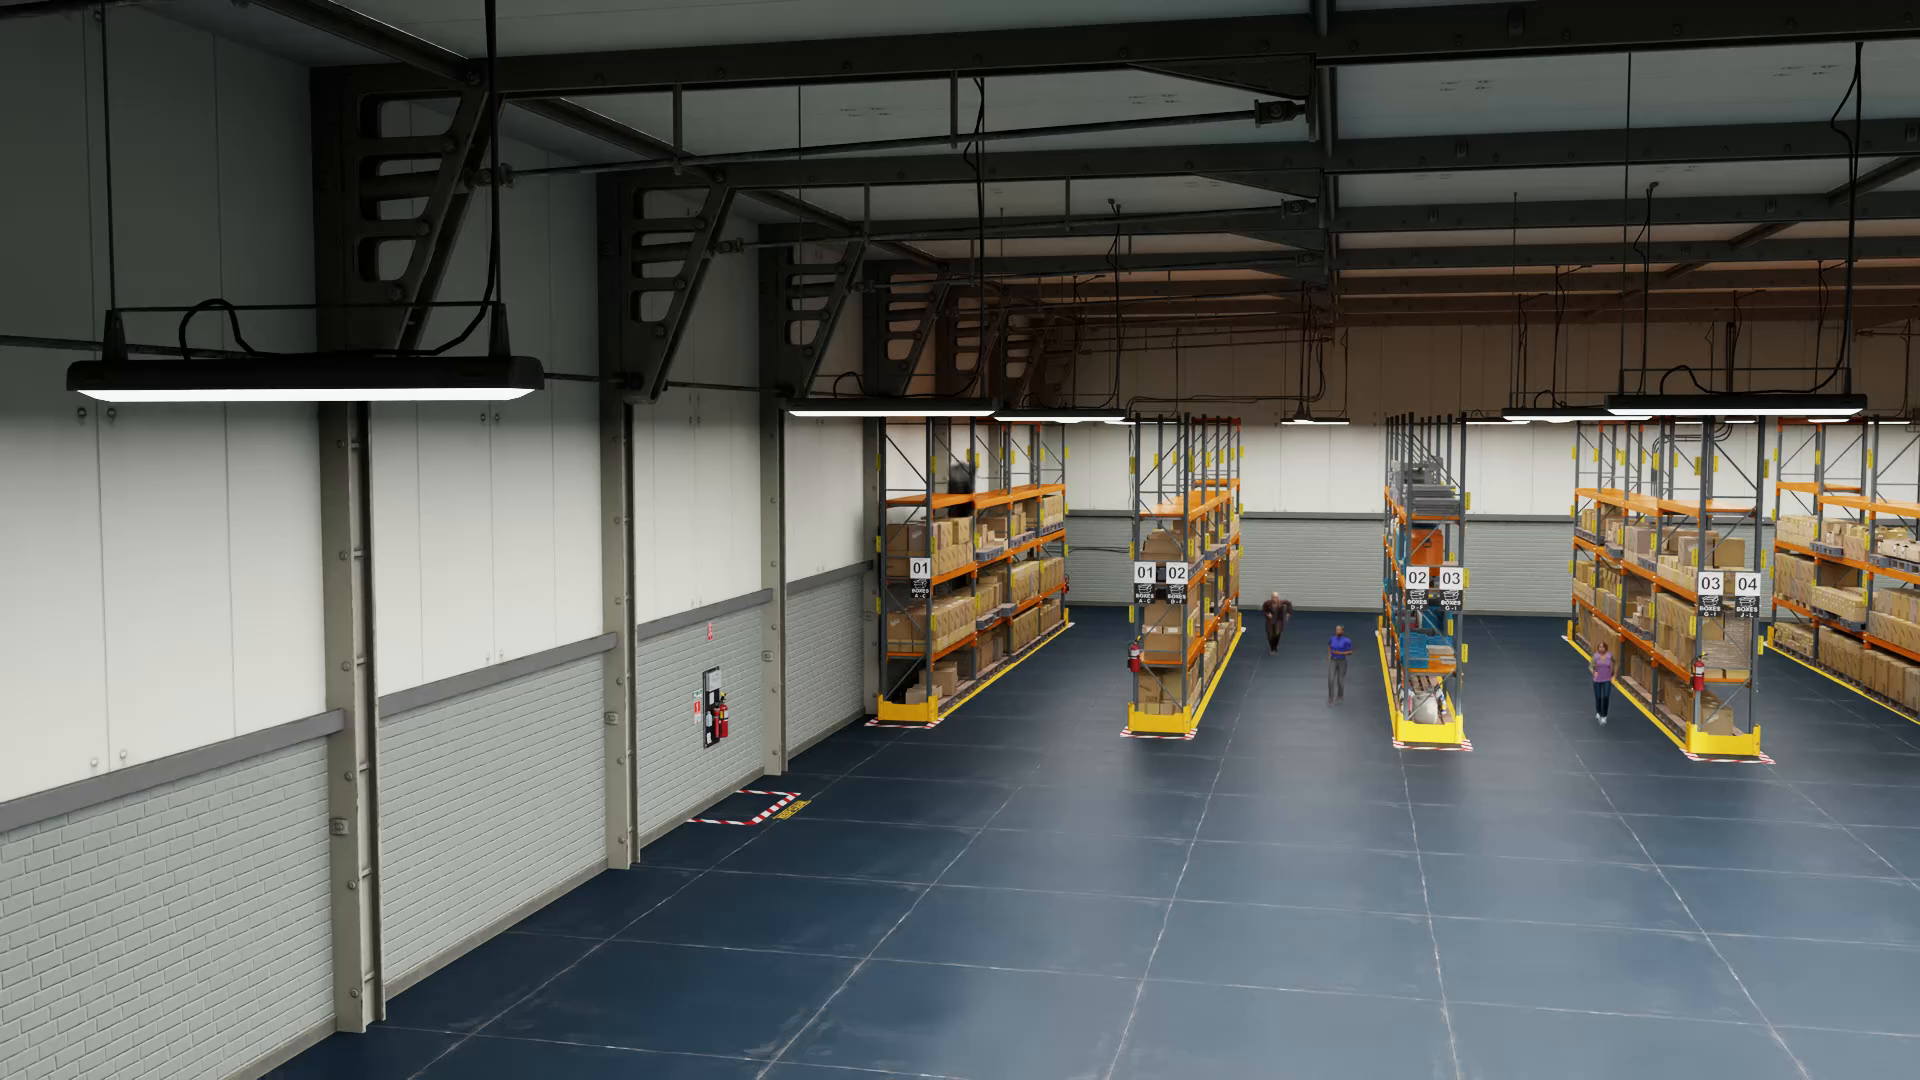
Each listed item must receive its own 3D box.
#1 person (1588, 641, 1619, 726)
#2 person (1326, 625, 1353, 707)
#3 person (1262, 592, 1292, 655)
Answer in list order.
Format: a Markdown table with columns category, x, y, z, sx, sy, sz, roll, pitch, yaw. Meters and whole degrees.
| category | x | y | z | sx | sy | sz | roll | pitch | yaw |
| --- | --- | --- | --- | --- | --- | --- | --- | --- | --- |
| person | 12.412 | 2.759 | 32.110 | 0.538 | 1.638 | 0.762 | 2 | 4 | 26 |
| person | 7.823 | 2.587 | 34.275 | 0.559 | 1.702 | 0.708 | 2 | 4 | 22 |
| person | 7.921 | 2.094 | 41.611 | 0.740 | 1.626 | 0.959 | 1 | 4 | 9 |
